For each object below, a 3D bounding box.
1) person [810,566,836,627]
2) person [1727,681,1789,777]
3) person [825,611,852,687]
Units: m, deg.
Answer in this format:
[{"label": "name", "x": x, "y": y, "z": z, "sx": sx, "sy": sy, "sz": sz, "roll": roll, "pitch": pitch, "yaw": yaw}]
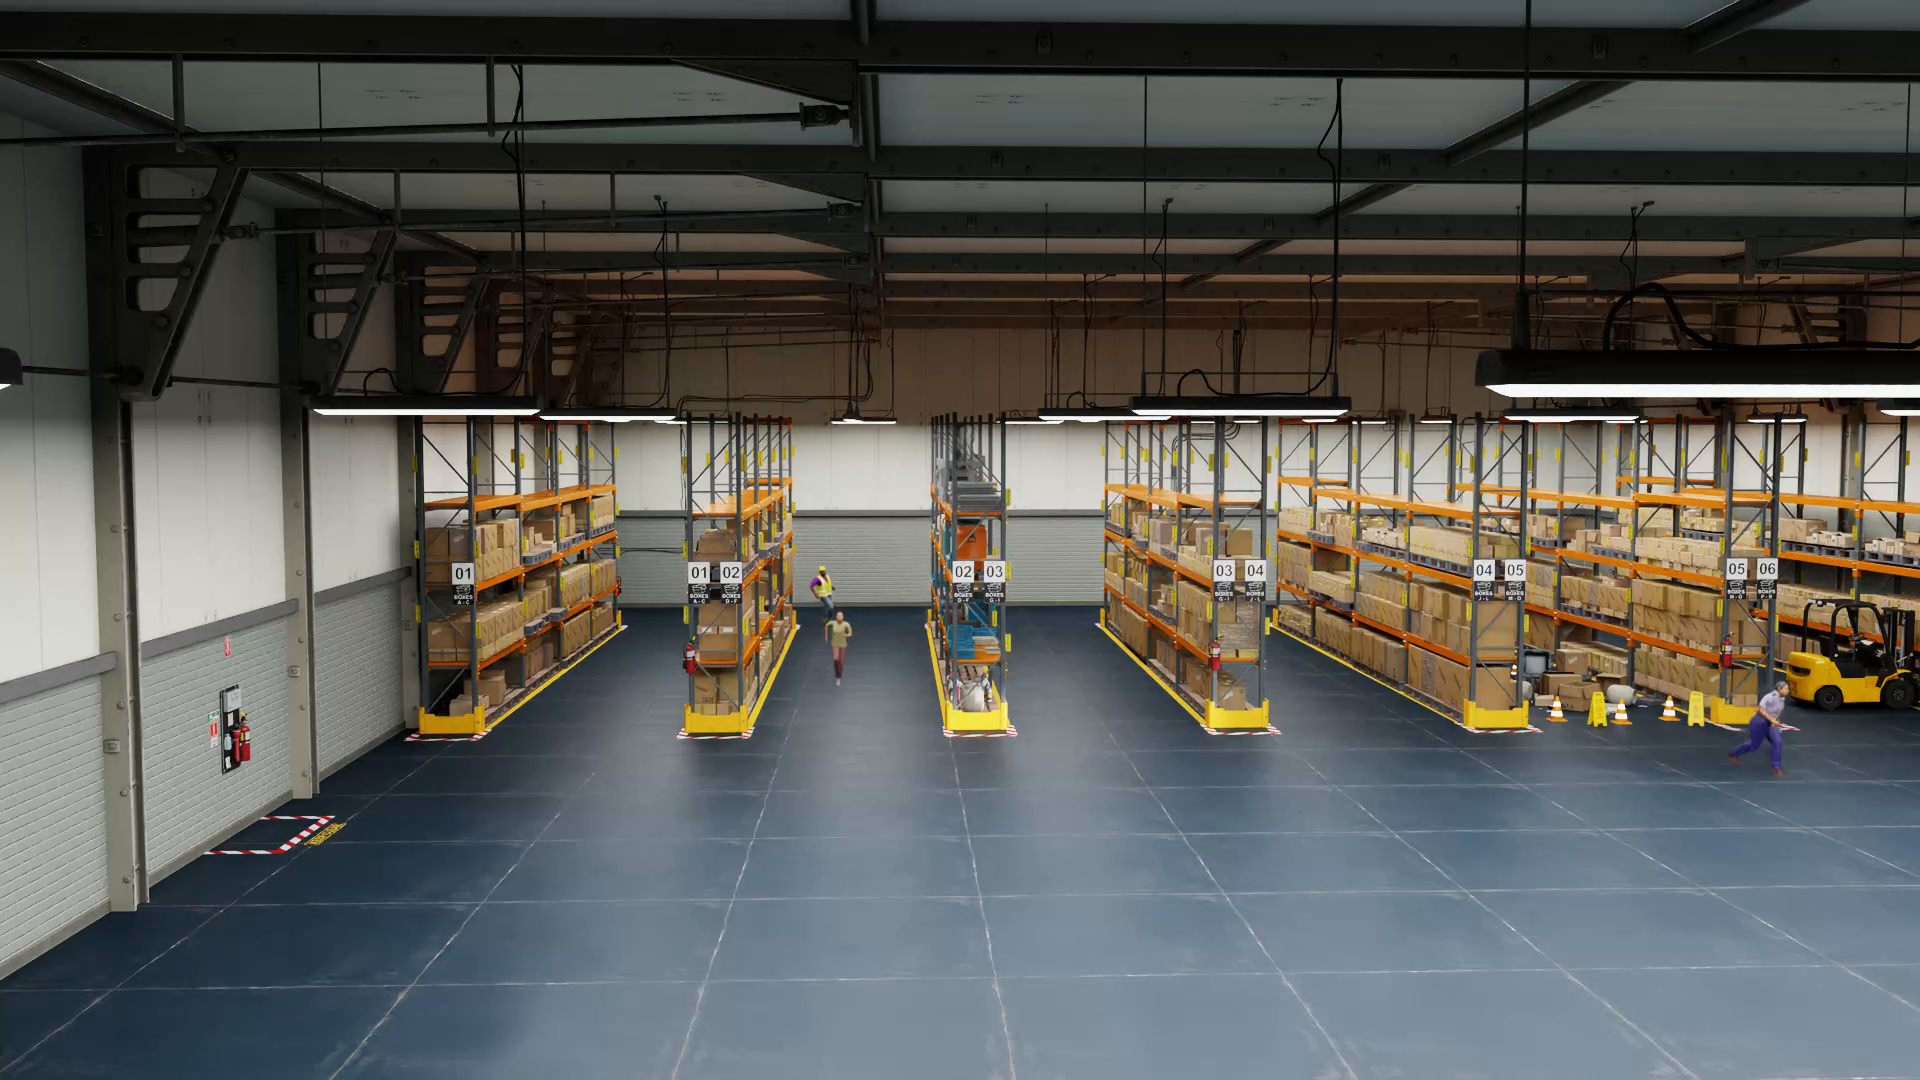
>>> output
[{"label": "person", "x": -3.878, "y": 1.621, "z": 47.736, "sx": 0.665, "sy": 1.765, "sz": 0.757, "roll": 3, "pitch": 5, "yaw": 39}, {"label": "person", "x": 13.224, "y": 3.089, "z": 27.528, "sx": 0.639, "sy": 1.612, "sz": 0.973, "roll": -4, "pitch": 5, "yaw": -44}, {"label": "person", "x": -2.689, "y": 2.383, "z": 36.882, "sx": 0.602, "sy": 1.674, "sz": 0.800, "roll": 0, "pitch": 4, "yaw": -6}]
